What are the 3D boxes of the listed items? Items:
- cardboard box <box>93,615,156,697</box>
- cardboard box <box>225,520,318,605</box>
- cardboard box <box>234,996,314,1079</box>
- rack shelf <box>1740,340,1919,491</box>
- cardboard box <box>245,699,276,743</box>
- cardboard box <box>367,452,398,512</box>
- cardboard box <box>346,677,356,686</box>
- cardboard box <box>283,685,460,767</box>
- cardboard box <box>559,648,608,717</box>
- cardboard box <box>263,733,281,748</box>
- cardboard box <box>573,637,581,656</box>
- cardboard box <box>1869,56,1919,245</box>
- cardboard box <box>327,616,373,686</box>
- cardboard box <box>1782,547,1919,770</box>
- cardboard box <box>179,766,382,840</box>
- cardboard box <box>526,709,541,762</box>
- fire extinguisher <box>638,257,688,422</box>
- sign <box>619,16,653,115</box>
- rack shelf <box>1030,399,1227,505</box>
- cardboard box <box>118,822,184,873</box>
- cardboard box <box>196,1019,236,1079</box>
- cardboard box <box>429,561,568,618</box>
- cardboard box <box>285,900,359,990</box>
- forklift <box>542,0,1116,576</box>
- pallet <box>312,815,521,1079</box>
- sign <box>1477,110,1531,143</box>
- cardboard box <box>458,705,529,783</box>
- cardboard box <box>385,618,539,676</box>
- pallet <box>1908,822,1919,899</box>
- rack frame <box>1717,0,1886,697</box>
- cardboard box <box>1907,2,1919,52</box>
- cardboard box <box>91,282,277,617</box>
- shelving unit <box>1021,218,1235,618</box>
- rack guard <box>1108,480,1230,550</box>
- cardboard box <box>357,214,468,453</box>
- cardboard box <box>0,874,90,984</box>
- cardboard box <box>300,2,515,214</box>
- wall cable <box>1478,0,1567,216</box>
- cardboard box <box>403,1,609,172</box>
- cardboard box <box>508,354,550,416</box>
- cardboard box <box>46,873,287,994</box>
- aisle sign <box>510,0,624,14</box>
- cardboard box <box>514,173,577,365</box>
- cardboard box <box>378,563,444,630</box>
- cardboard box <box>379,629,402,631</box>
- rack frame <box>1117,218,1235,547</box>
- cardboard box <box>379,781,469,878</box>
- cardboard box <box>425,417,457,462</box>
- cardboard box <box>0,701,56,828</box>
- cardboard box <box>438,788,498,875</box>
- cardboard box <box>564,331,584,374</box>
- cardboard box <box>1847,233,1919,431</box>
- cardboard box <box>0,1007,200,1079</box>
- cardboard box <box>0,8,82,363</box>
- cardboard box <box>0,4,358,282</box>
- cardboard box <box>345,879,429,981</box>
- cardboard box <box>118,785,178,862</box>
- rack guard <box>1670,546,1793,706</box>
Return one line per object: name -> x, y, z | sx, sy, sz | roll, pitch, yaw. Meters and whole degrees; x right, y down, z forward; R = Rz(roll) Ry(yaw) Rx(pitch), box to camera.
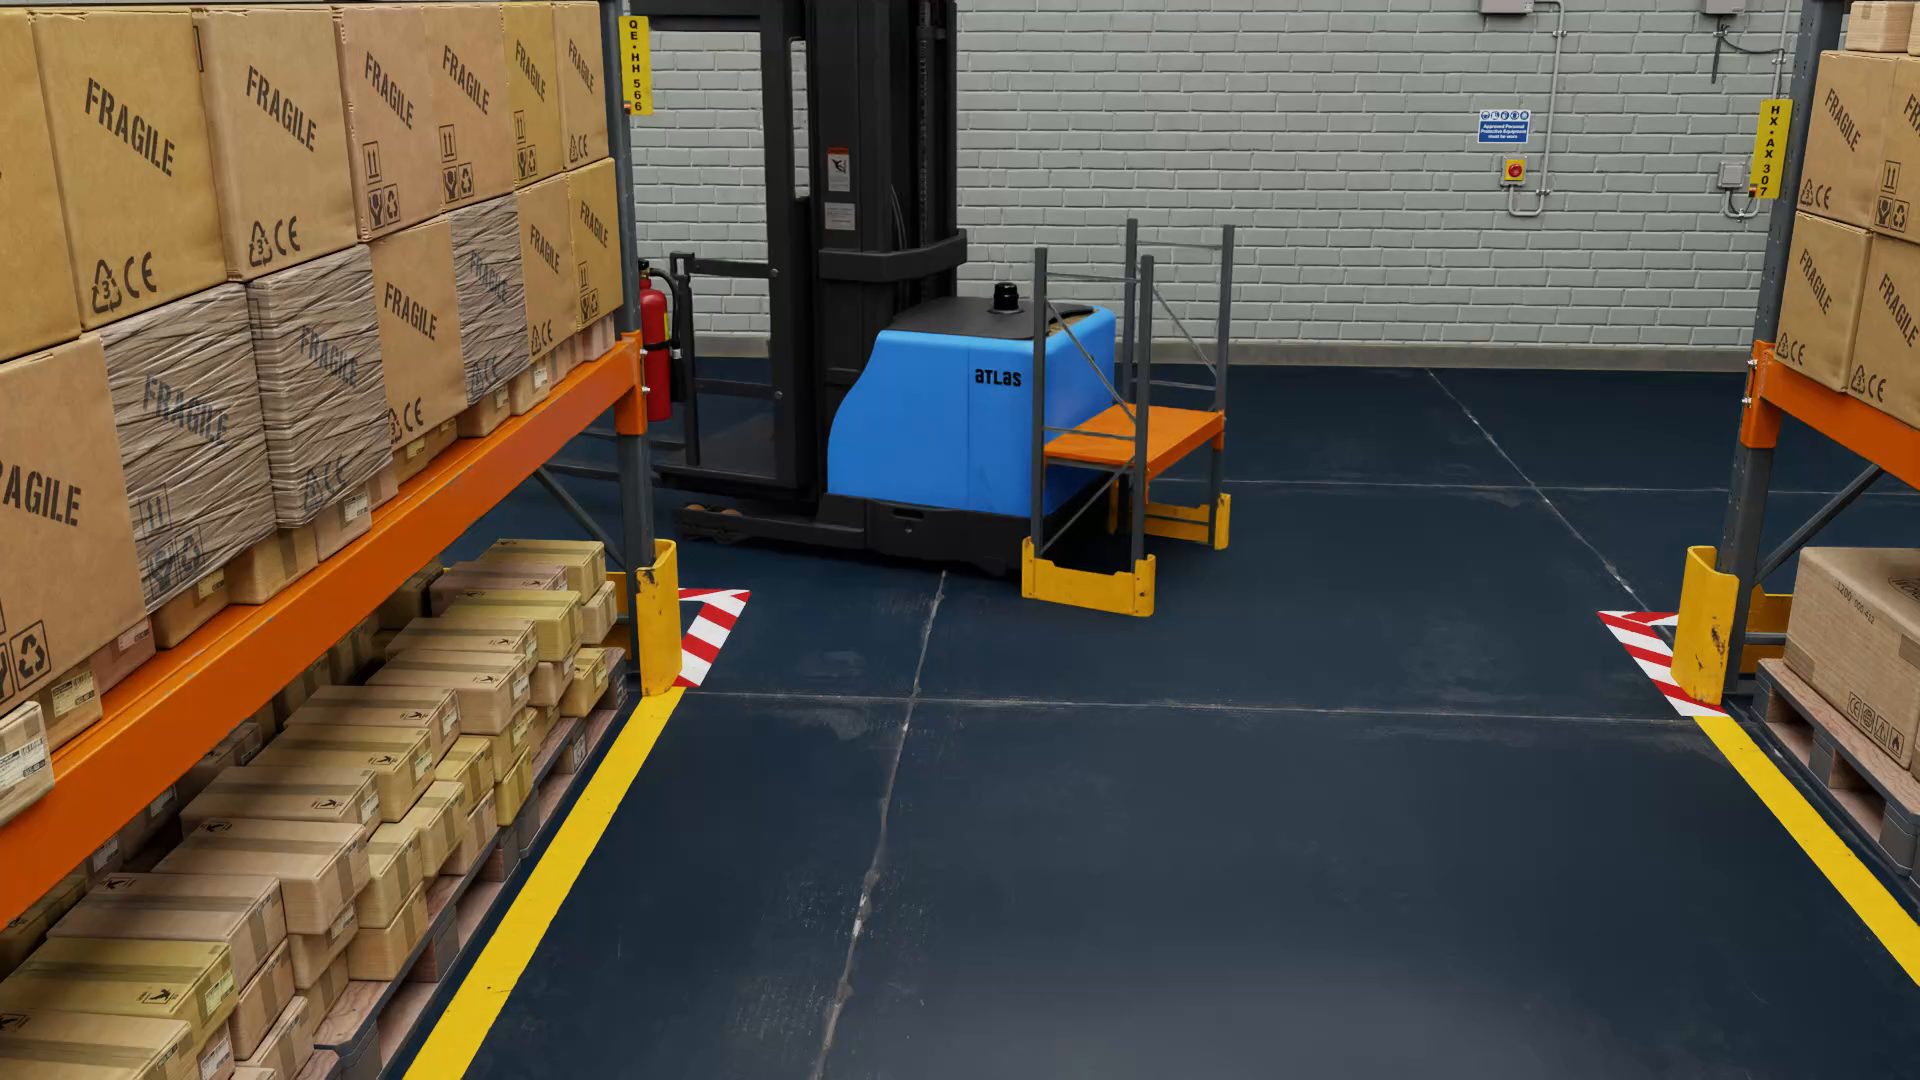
cardboard box -> -1.686, 0.180, 2.959 | 0.380, 0.149, 0.250 | 0, 18, 1
cardboard box -> -1.577, 0.019, 3.451 | 0.380, 0.149, 0.250 | 2, 18, 5
cardboard box -> -1.643, 1.116, 3.605 | 0.380, 0.149, 0.250 | 1, 18, 3
rack shelf -> 3.144, 0.107, 3.934 | 1.077, 0.370, 4.000 | 1, 18, 4
cardboard box -> -2.108, 0.502, 4.522 | 0.380, 0.149, 0.250 | 2, 18, 5
cardboard box -> -1.578, -0.148, 3.962 | 0.380, 0.149, 0.250 | 2, 18, 6
cardboard box -> -2.082, 0.475, 5.082 | 0.380, 0.149, 0.250 | 2, 18, 6
cardboard box -> -1.584, 0.511, 4.496 | 0.380, 0.149, 0.250 | 1, 18, 2
cardboard box -> -1.404, 0.471, 5.574 | 0.380, 0.149, 0.250 | 2, 18, 6
cardboard box -> -1.985, 0.645, 4.565 | 0.380, 0.149, 0.250 | 2, 18, 7
cardboard box -> -1.482, 0.329, 5.527 | 0.380, 0.149, 0.250 | 1, 18, 3
cardboard box -> 2.939, -1.075, 4.620 | 0.500, 0.500, 0.500 | 1, 18, 2
cardboard box -> -2.014, 0.335, 5.031 | 0.380, 0.149, 0.250 | 0, 18, 1
cardboard box -> 3.340, 0.369, 5.419 | 0.875, 0.438, 0.875 | 1, 18, 2
cardboard box -> -1.631, 0.668, 4.014 | 0.380, 0.149, 0.250 | 1, 18, 2
cardboard box -> -1.513, 0.628, 5.094 | 0.380, 0.149, 0.250 | 1, 18, 4
fire extinguisher -> -1.178, -0.789, 6.236 | 0.296, 0.674, 0.183 | 1, 18, 4
sign -> -1.105, -1.617, 5.673 | 0.100, 0.325, 0.005 | 1, 18, 4
rack shelf -> 0.759, -0.404, 7.326 | 0.538, 0.185, 1.000 | 9, 20, 25
cardboard box -> -2.075, 0.810, 4.059 | 0.380, 0.149, 0.250 | 0, 18, 1
cardboard box -> -1.688, 1.059, 3.301 | 0.380, 0.149, 0.250 | 1, 18, 4
cardboard box -> -1.517, 0.184, 5.491 | 0.380, 0.149, 0.250 | 2, 18, 5
cardboard box -> -1.623, 0.890, 3.816 | 0.380, 0.149, 0.250 | 2, 18, 6
forklift -> -0.821, -1.512, 7.831 | 3.031, 2.935, 1.130 | 7, 20, 22
pallet -> -1.846, 1.043, 4.400 | 1.003, 0.211, 1.213 | 1, 18, 4
sign -> 3.625, -2.756, 11.083 | 0.327, 0.218, 0.001 | 1, 18, 4
cardboard box -> -1.470, 0.572, 4.787 | 0.380, 0.149, 0.250 | 2, 18, 5
cardboard box -> -1.491, 0.347, 4.996 | 0.380, 0.149, 0.250 | 1, 18, 2
pallet -> 3.218, 1.097, 4.235 | 1.003, 0.211, 1.213 | 1, 18, 4
rack frame -> 3.288, -0.856, 5.717 | 1.000, 3.000, 0.127 | 1, 18, 4
cardboard box -> 3.038, -1.500, 4.874 | 0.380, 0.149, 0.250 | 2, 18, 5
cardboard box -> -1.628, -0.183, 3.027 | 0.500, 0.500, 0.500 | 1, 18, 4
shelving unit -> 0.764, -0.578, 7.277 | 0.587, 1.500, 1.083 | 9, 20, 25
rack guard -> 0.988, -0.122, 7.895 | 0.587, 0.250, 0.087 | 9, 20, 25
cardboard box -> -1.547, -0.506, 4.013 | 0.500, 0.500, 0.500 | 2, 18, 7
cardboard box -> -2.092, 0.827, 3.530 | 0.380, 0.149, 0.250 | 2, 18, 6
cardboard box -> -1.506, -1.132, 4.317 | 0.500, 0.500, 0.500 | 2, 18, 7
wall cable -> 3.669, -3.105, 10.901 | 0.585, 1.953, 0.123 | 1, 18, 4
cardboard box -> -1.441, -1.451, 5.291 | 0.500, 0.500, 0.500 | 1, 18, 3
cardboard box -> -1.451, -0.474, 4.954 | 0.380, 0.149, 0.250 | 2, 18, 5
cardboard box -> -1.668, 0.832, 3.515 | 0.380, 0.149, 0.250 | 1, 18, 2
aisle sign -> -1.352, -2.186, 5.603 | 0.394, 0.787, 0.004 | 1, 18, 4
cardboard box -> -1.474, -0.819, 4.966 | 0.500, 0.500, 0.500 | 1, 18, 3
cardboard box -> -1.933, 0.181, 5.502 | 0.380, 0.149, 0.250 | 2, 18, 5
cardboard box -> -2.026, 0.320, 5.556 | 0.380, 0.149, 0.250 | 1, 18, 4
rack frame -> 0.988, -0.717, 7.701 | 0.500, 1.500, 0.032 | 9, 20, 25
cardboard box -> -1.499, 0.737, 4.282 | 0.380, 0.149, 0.250 | 1, 18, 4
cardboard box -> -1.578, -0.310, 4.455 | 0.380, 0.149, 0.250 | 1, 18, 2
cardboard box -> -1.597, 0.346, 2.453 | 0.380, 0.149, 0.250 | 2, 18, 6
cardboard box -> -1.509, 0.793, 4.590 | 0.380, 0.149, 0.250 | 2, 18, 5
cardboard box -> -1.453, -0.632, 5.437 | 0.380, 0.149, 0.250 | 1, 18, 4
cardboard box -> 2.959, -0.603, 4.785 | 0.500, 0.500, 0.500 | 1, 18, 3
cardboard box -> -1.633, 0.993, 3.023 | 0.380, 0.149, 0.250 | 2, 18, 7
cardboard box -> -1.668, -0.491, 2.361 | 0.500, 0.500, 0.500 | 2, 18, 5
cardboard box -> -1.579, -0.808, 3.329 | 0.500, 0.500, 0.500 | 2, 18, 5
cardboard box -> -1.544, 0.953, 4.102 | 0.380, 0.149, 0.250 | 1, 18, 2
cardboard box -> -2.157, 0.657, 4.050 | 0.380, 0.149, 0.250 | 1, 18, 2
rack guard -> 3.290, 0.325, 6.129 | 1.175, 0.500, 0.348 | 1, 18, 4
